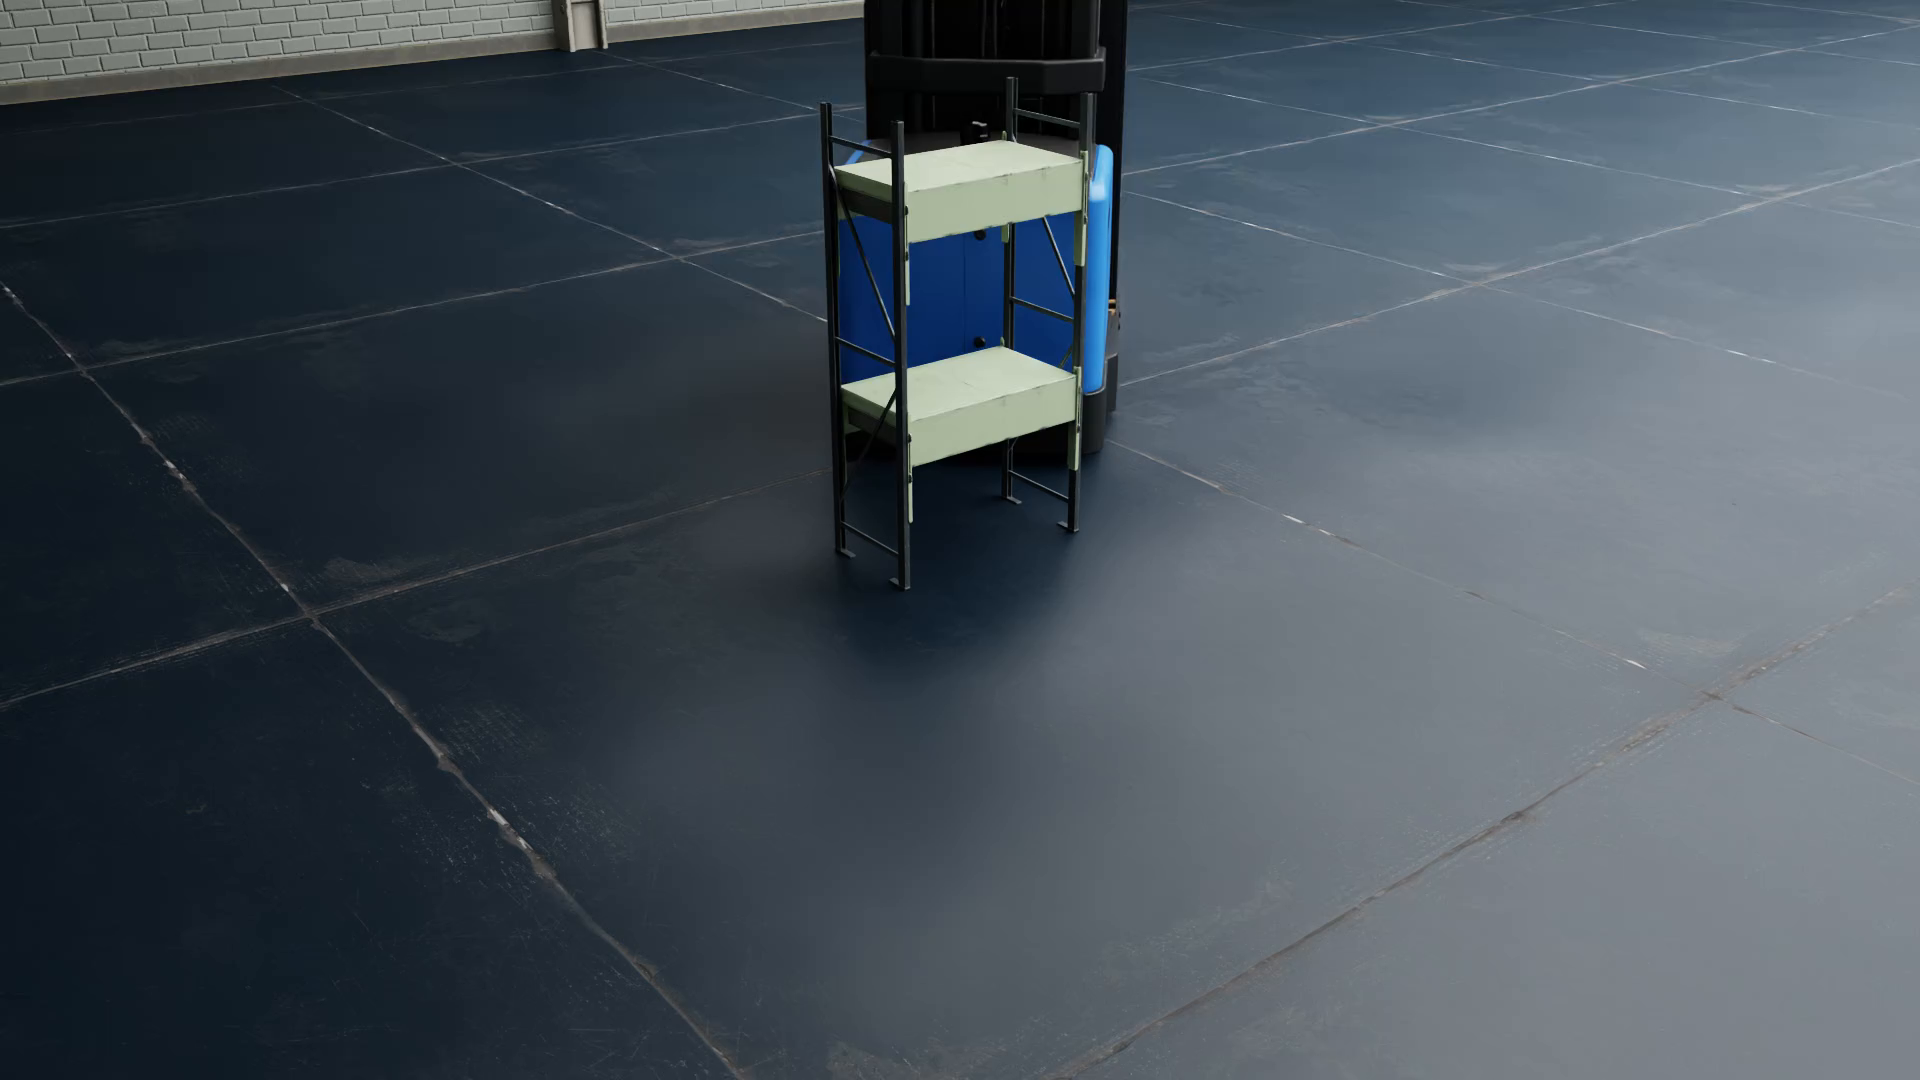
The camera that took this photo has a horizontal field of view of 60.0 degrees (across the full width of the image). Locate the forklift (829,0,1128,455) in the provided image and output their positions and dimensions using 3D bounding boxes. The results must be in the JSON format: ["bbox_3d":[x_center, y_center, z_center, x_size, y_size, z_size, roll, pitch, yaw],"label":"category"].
[{"bbox_3d":[0.174,-2.238,7.090,1.130,2.935,3.031,3,25,5],"label":"forklift"}]

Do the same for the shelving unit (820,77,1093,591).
[{"bbox_3d":[-0.005,-0.679,5.431,0.755,1.500,0.431,-18,31,-34],"label":"shelving unit"}]

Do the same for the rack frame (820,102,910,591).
[{"bbox_3d":[-0.293,-0.583,5.226,0.023,1.500,0.400,-18,31,-34],"label":"rack frame"}]

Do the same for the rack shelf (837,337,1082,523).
[{"bbox_3d":[-0.005,-0.383,5.568,0.720,0.370,0.431,-18,31,-34],"label":"rack shelf"}]

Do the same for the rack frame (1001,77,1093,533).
[{"bbox_3d":[0.283,-0.774,5.635,0.023,1.500,0.400,-18,31,-34],"label":"rack frame"}]

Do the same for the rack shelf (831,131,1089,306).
[{"bbox_3d":[-0.005,-1.033,5.266,0.720,0.370,0.431,-18,31,-34],"label":"rack shelf"}]

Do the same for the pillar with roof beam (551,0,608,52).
[{"bbox_3d":[-0.950,-7.351,10.900,0.400,9.000,9.100,-18,31,-34],"label":"pillar with roof beam"}]
